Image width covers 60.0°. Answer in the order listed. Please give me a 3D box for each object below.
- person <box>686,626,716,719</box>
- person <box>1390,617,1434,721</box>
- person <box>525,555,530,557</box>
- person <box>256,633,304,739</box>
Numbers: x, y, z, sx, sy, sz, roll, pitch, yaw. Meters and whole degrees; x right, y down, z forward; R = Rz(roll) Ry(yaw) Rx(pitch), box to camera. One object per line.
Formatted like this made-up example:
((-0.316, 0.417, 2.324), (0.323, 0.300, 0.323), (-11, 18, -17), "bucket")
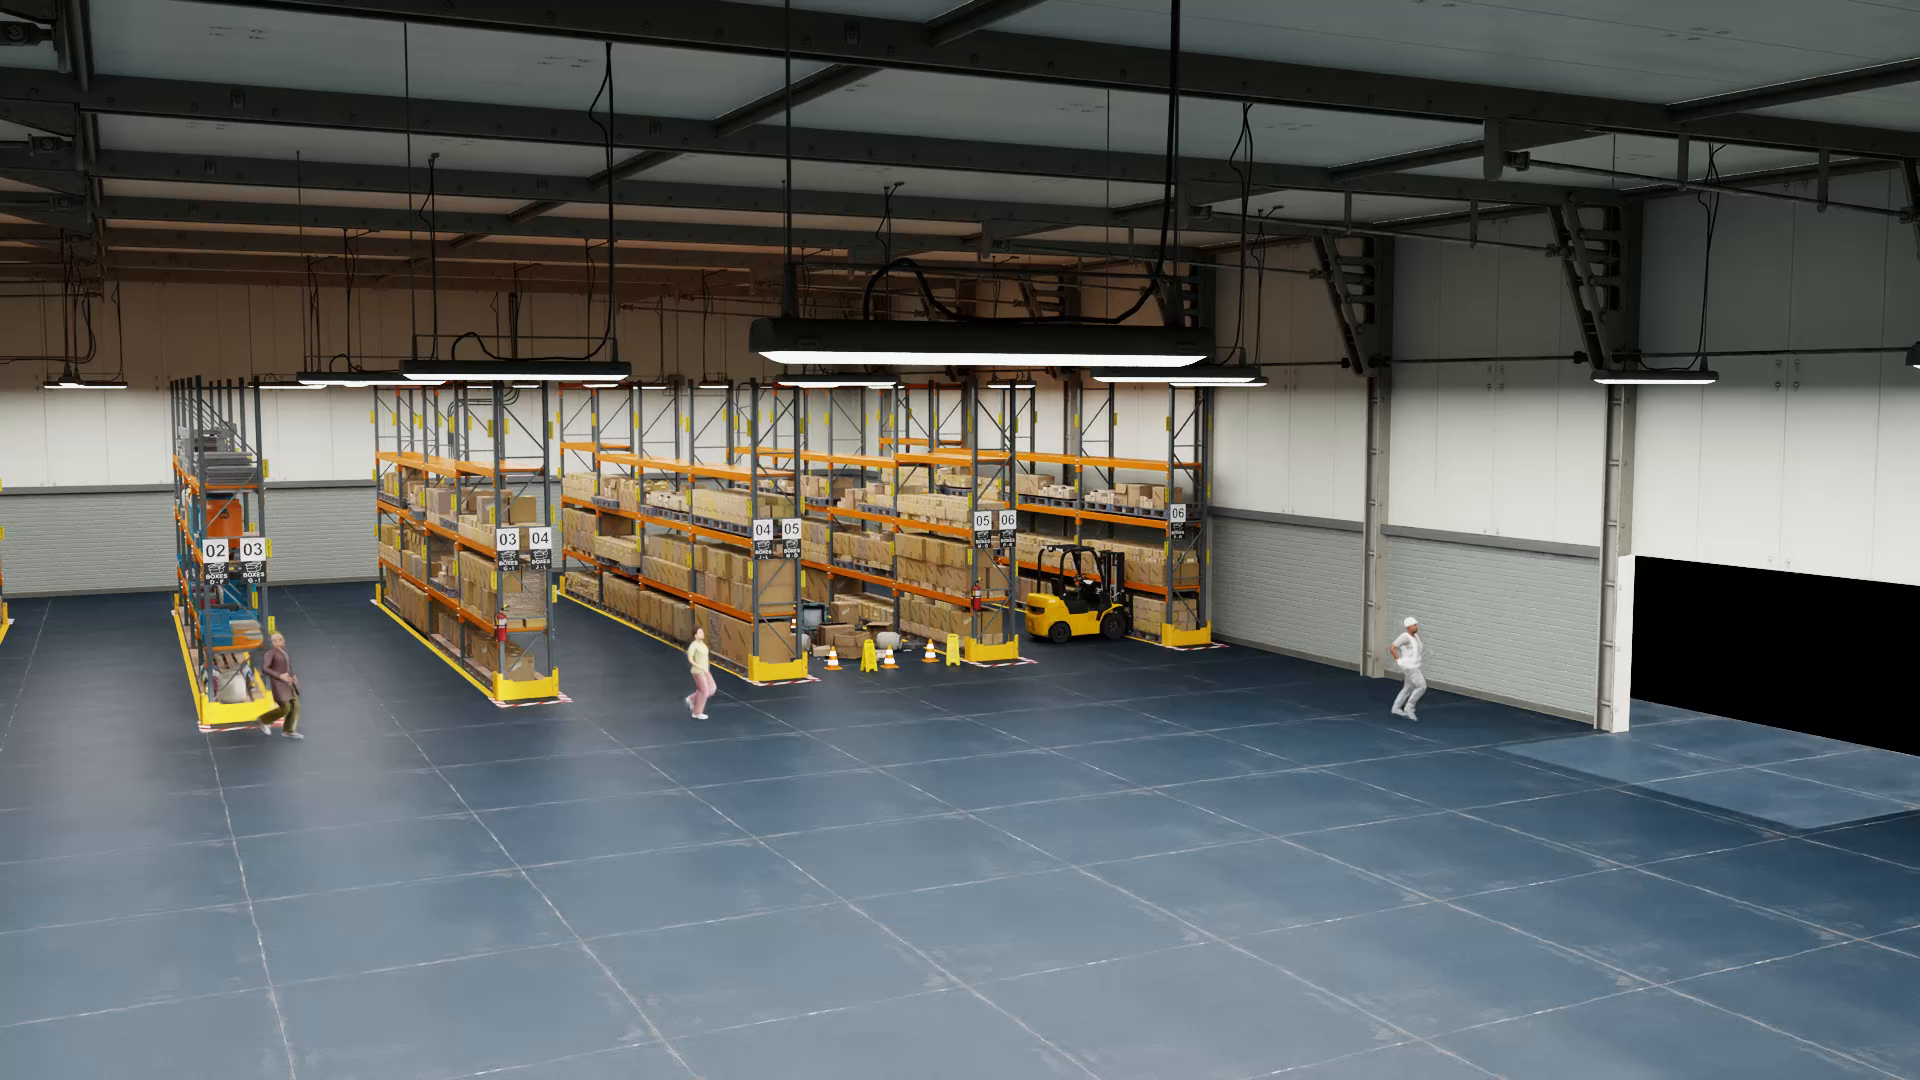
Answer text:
((-4.574, 2.322, 29.192), (0.535, 1.633, 0.584), (1, 5, 14), "person")
((7.905, 2.254, 29.070), (0.725, 1.806, 0.656), (3, 6, 29), "person")
((-11.626, 0.882, 45.072), (0.705, 1.721, 0.784), (-2, 5, -18), "person")
((-11.265, 2.421, 27.509), (0.757, 1.766, 0.726), (1, 5, 6), "person")
